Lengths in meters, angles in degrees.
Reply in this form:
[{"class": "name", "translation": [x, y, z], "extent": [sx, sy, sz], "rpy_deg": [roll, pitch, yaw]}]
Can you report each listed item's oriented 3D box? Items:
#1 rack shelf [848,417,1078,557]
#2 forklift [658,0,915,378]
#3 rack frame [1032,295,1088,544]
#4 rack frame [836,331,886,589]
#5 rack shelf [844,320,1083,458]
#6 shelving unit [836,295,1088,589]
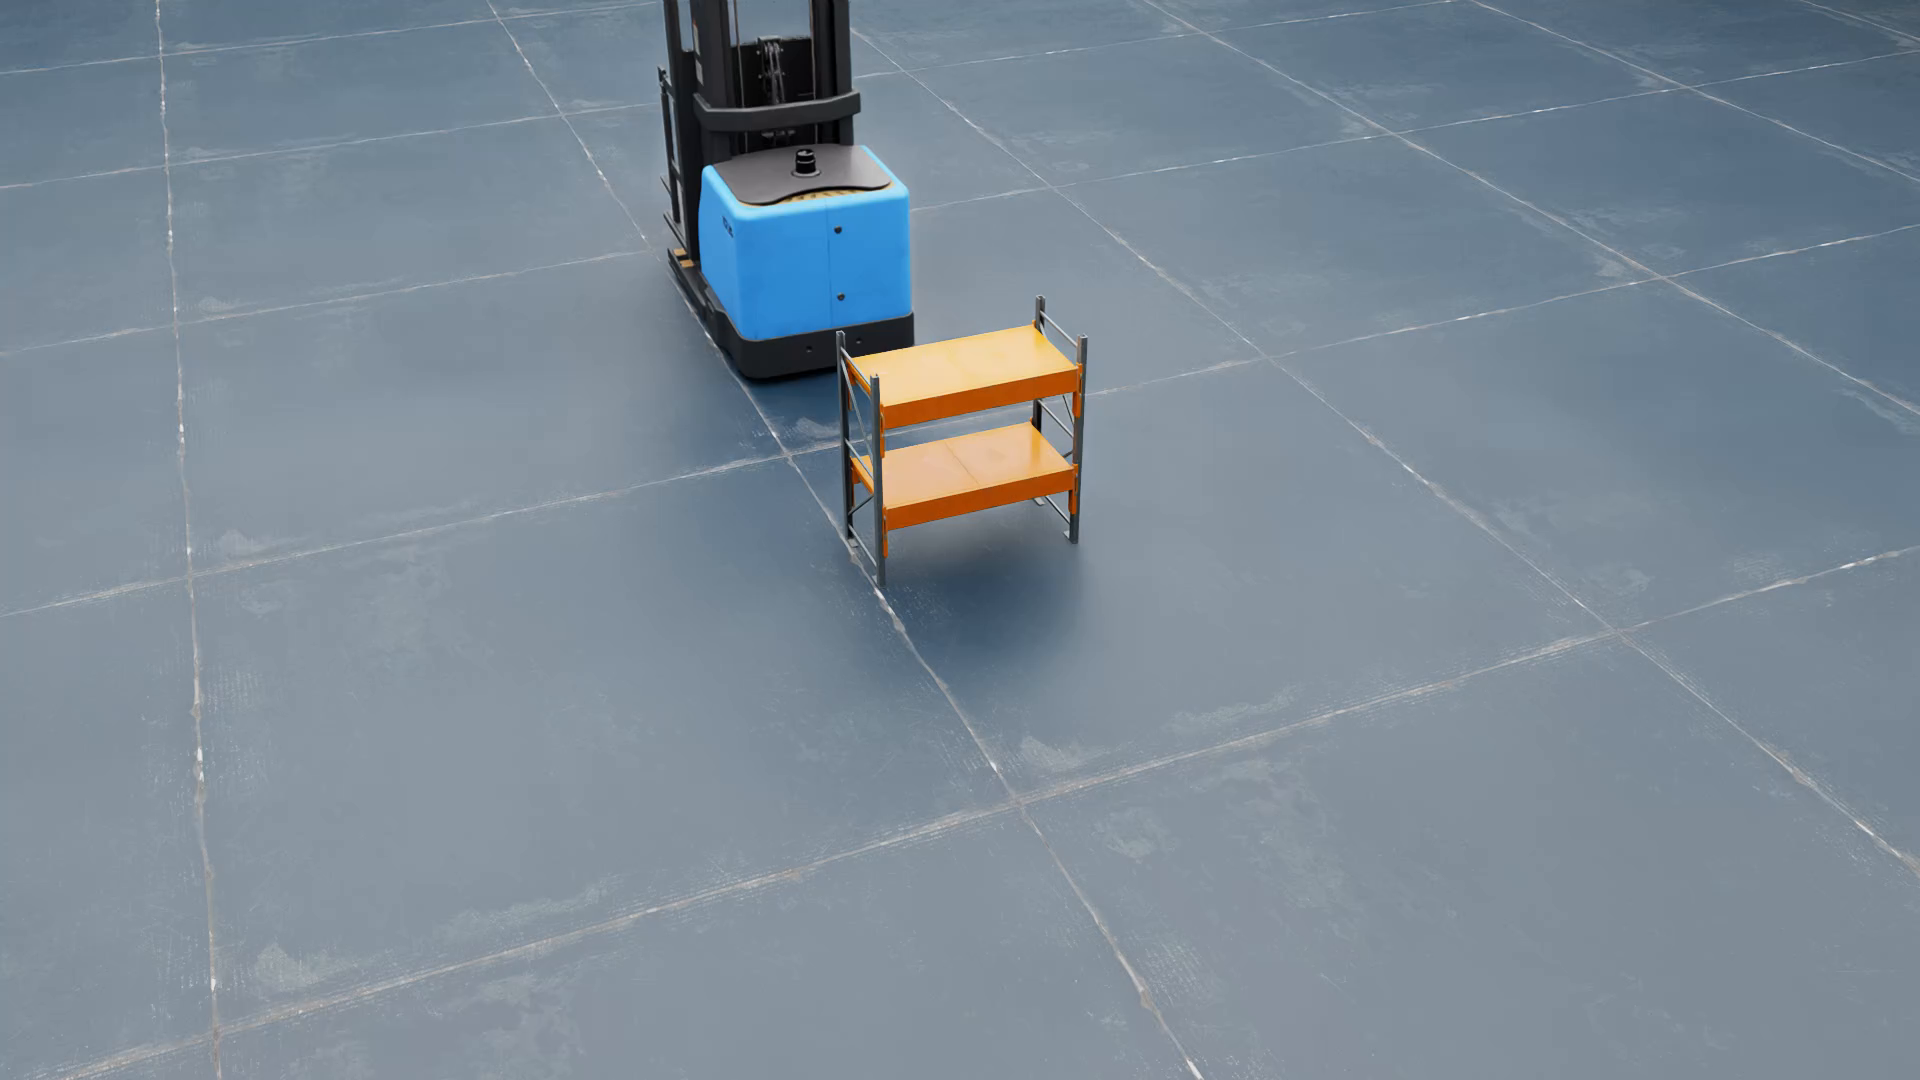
[{"class": "rack shelf", "translation": [0.006, -0.268, 8.079], "extent": [1.000, 0.278, 0.538], "rpy_deg": [-13, 35, -19]}, {"class": "forklift", "translation": [-1.273, -2.951, 10.098], "extent": [1.130, 2.935, 3.031], "rpy_deg": [-12, 35, -18]}, {"class": "rack frame", "translation": [0.475, -0.580, 8.110], "extent": [0.032, 1.125, 0.500], "rpy_deg": [-13, 35, -19]}, {"class": "rack frame", "translation": [-0.462, -0.366, 7.780], "extent": [0.032, 1.125, 0.500], "rpy_deg": [-13, 35, -19]}, {"class": "rack shelf", "translation": [0.006, -0.718, 7.786], "extent": [1.000, 0.278, 0.538], "rpy_deg": [-13, 35, -19]}, {"class": "shelving unit", "translation": [0.006, -0.473, 7.945], "extent": [1.048, 1.125, 0.538], "rpy_deg": [-13, 35, -19]}]
